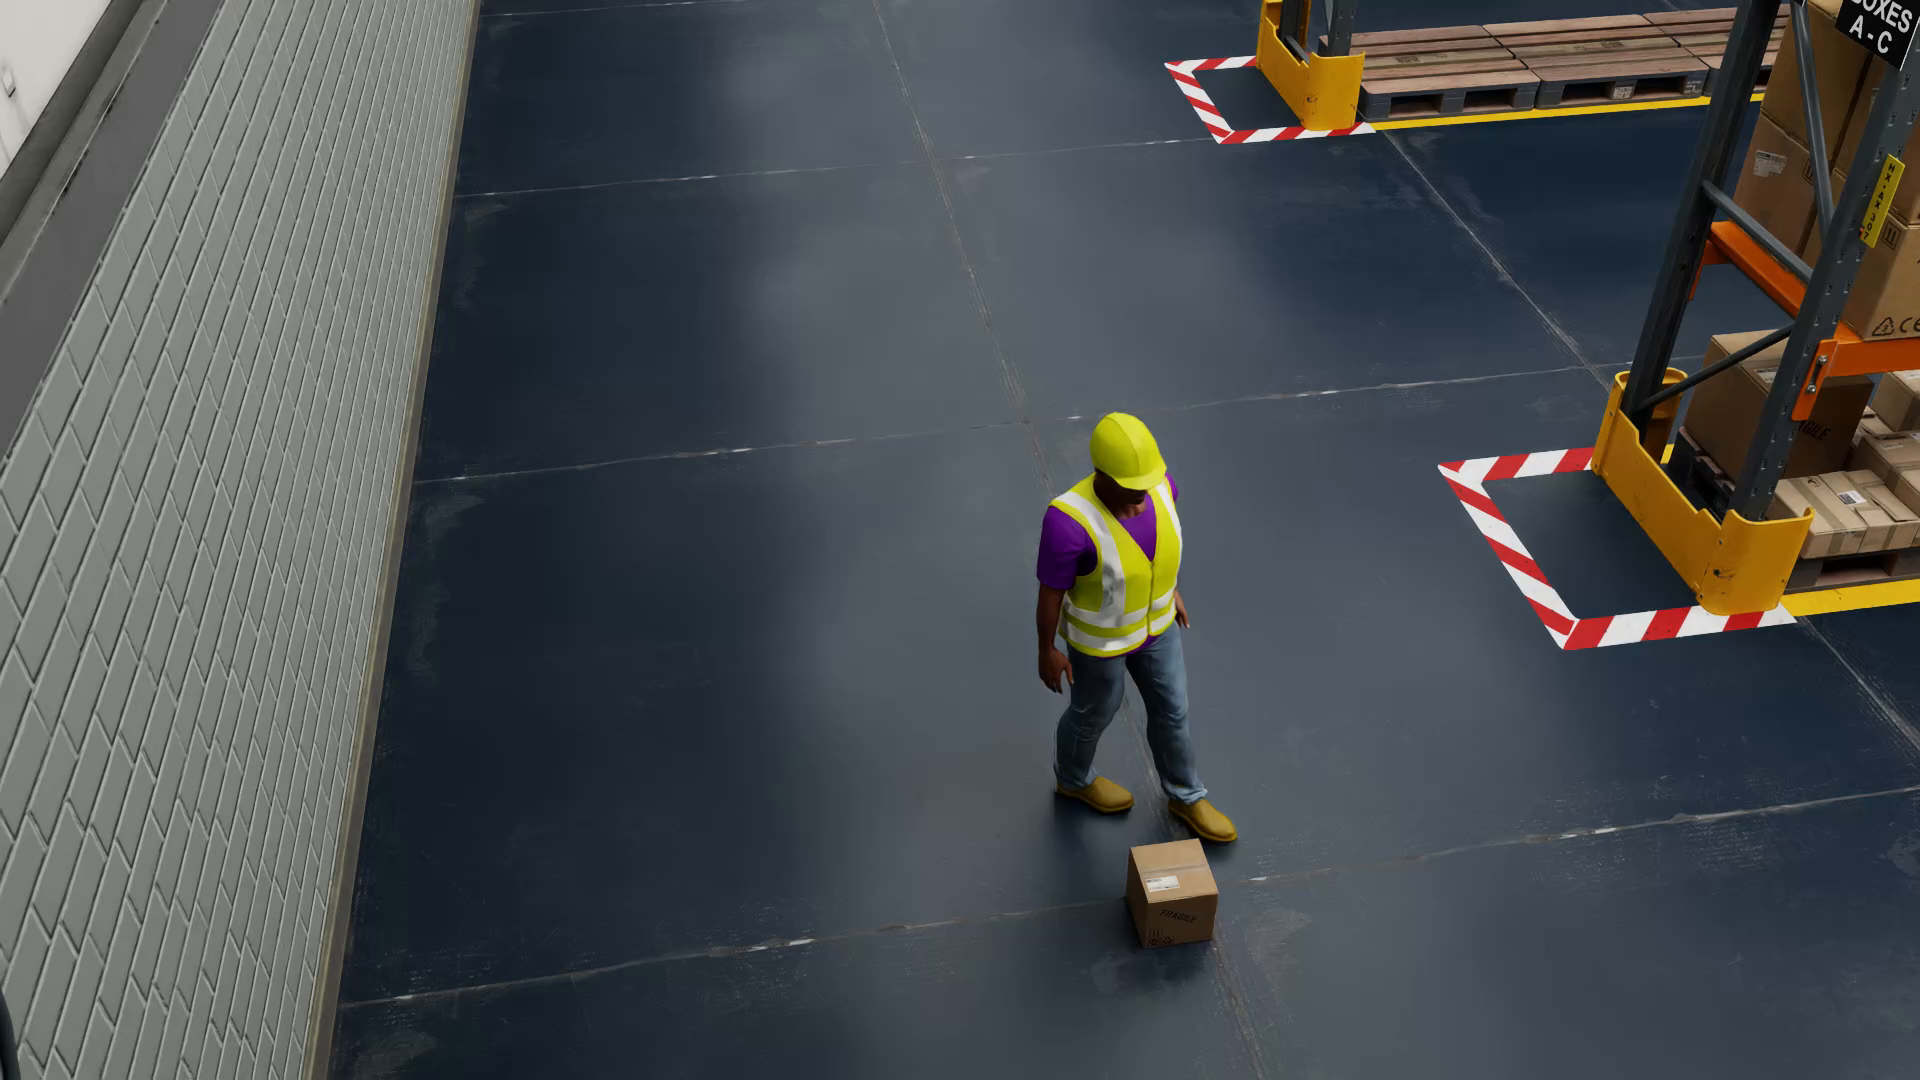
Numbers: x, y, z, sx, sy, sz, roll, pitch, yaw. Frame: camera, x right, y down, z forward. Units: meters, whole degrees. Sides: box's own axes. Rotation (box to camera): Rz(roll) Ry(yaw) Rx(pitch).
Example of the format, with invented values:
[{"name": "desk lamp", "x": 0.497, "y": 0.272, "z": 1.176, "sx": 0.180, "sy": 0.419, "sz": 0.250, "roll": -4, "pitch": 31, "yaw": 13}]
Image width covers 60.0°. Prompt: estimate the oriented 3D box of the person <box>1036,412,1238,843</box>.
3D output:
[{"name": "person", "x": 0.636, "y": 0.364, "z": 5.666, "sx": 0.598, "sy": 1.762, "sz": 0.692, "roll": -27, "pitch": 46, "yaw": -30}]
